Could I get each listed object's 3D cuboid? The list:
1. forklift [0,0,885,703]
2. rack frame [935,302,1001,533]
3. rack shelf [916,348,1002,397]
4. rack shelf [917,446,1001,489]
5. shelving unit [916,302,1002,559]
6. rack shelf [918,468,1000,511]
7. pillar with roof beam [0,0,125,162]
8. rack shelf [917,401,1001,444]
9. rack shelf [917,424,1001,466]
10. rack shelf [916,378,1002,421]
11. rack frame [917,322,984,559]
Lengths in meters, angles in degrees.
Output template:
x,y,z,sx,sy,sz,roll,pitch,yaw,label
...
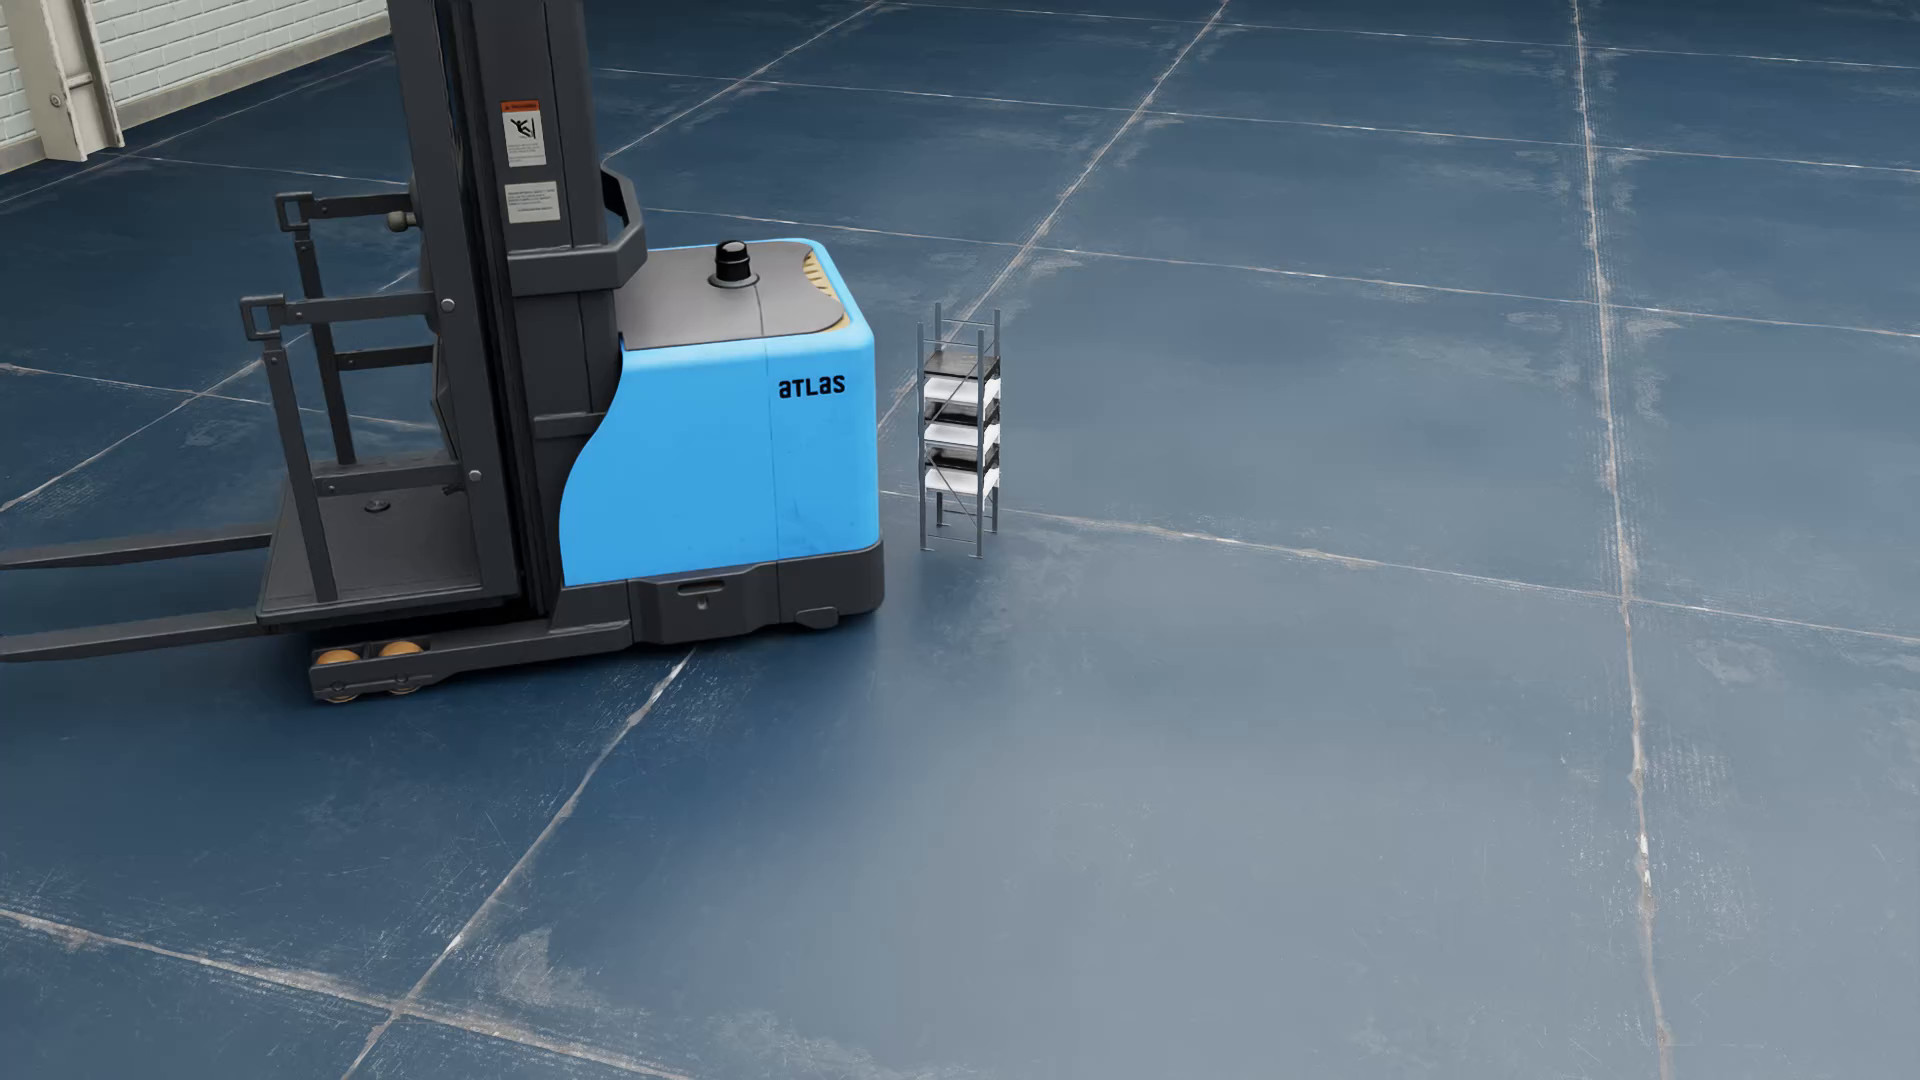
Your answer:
x,y,z,sx,sy,sz,roll,pitch,yaw,label
-1.834,-1.045,5.114,3.031,2.935,1.130,-7,30,-13,forklift
0.027,-0.437,6.109,0.240,0.900,0.006,8,30,15,rack frame
-0.002,-0.596,5.909,0.258,0.077,0.200,8,30,15,rack shelf
-0.002,-0.282,6.084,0.258,0.077,0.200,8,30,15,rack shelf
-0.002,-0.389,6.024,0.258,0.900,0.210,8,30,15,shelving unit
-0.002,-0.203,6.128,0.258,0.077,0.200,8,30,15,rack shelf
-1.558,-5.836,7.485,9.100,9.000,0.400,8,30,15,pillar with roof beam
-0.002,-0.439,5.997,0.258,0.077,0.200,8,30,15,rack shelf
-0.002,-0.360,6.041,0.258,0.077,0.200,8,30,15,rack shelf
-0.002,-0.518,5.953,0.258,0.077,0.200,8,30,15,rack shelf
-0.032,-0.342,5.940,0.240,0.900,0.006,8,30,15,rack frame
